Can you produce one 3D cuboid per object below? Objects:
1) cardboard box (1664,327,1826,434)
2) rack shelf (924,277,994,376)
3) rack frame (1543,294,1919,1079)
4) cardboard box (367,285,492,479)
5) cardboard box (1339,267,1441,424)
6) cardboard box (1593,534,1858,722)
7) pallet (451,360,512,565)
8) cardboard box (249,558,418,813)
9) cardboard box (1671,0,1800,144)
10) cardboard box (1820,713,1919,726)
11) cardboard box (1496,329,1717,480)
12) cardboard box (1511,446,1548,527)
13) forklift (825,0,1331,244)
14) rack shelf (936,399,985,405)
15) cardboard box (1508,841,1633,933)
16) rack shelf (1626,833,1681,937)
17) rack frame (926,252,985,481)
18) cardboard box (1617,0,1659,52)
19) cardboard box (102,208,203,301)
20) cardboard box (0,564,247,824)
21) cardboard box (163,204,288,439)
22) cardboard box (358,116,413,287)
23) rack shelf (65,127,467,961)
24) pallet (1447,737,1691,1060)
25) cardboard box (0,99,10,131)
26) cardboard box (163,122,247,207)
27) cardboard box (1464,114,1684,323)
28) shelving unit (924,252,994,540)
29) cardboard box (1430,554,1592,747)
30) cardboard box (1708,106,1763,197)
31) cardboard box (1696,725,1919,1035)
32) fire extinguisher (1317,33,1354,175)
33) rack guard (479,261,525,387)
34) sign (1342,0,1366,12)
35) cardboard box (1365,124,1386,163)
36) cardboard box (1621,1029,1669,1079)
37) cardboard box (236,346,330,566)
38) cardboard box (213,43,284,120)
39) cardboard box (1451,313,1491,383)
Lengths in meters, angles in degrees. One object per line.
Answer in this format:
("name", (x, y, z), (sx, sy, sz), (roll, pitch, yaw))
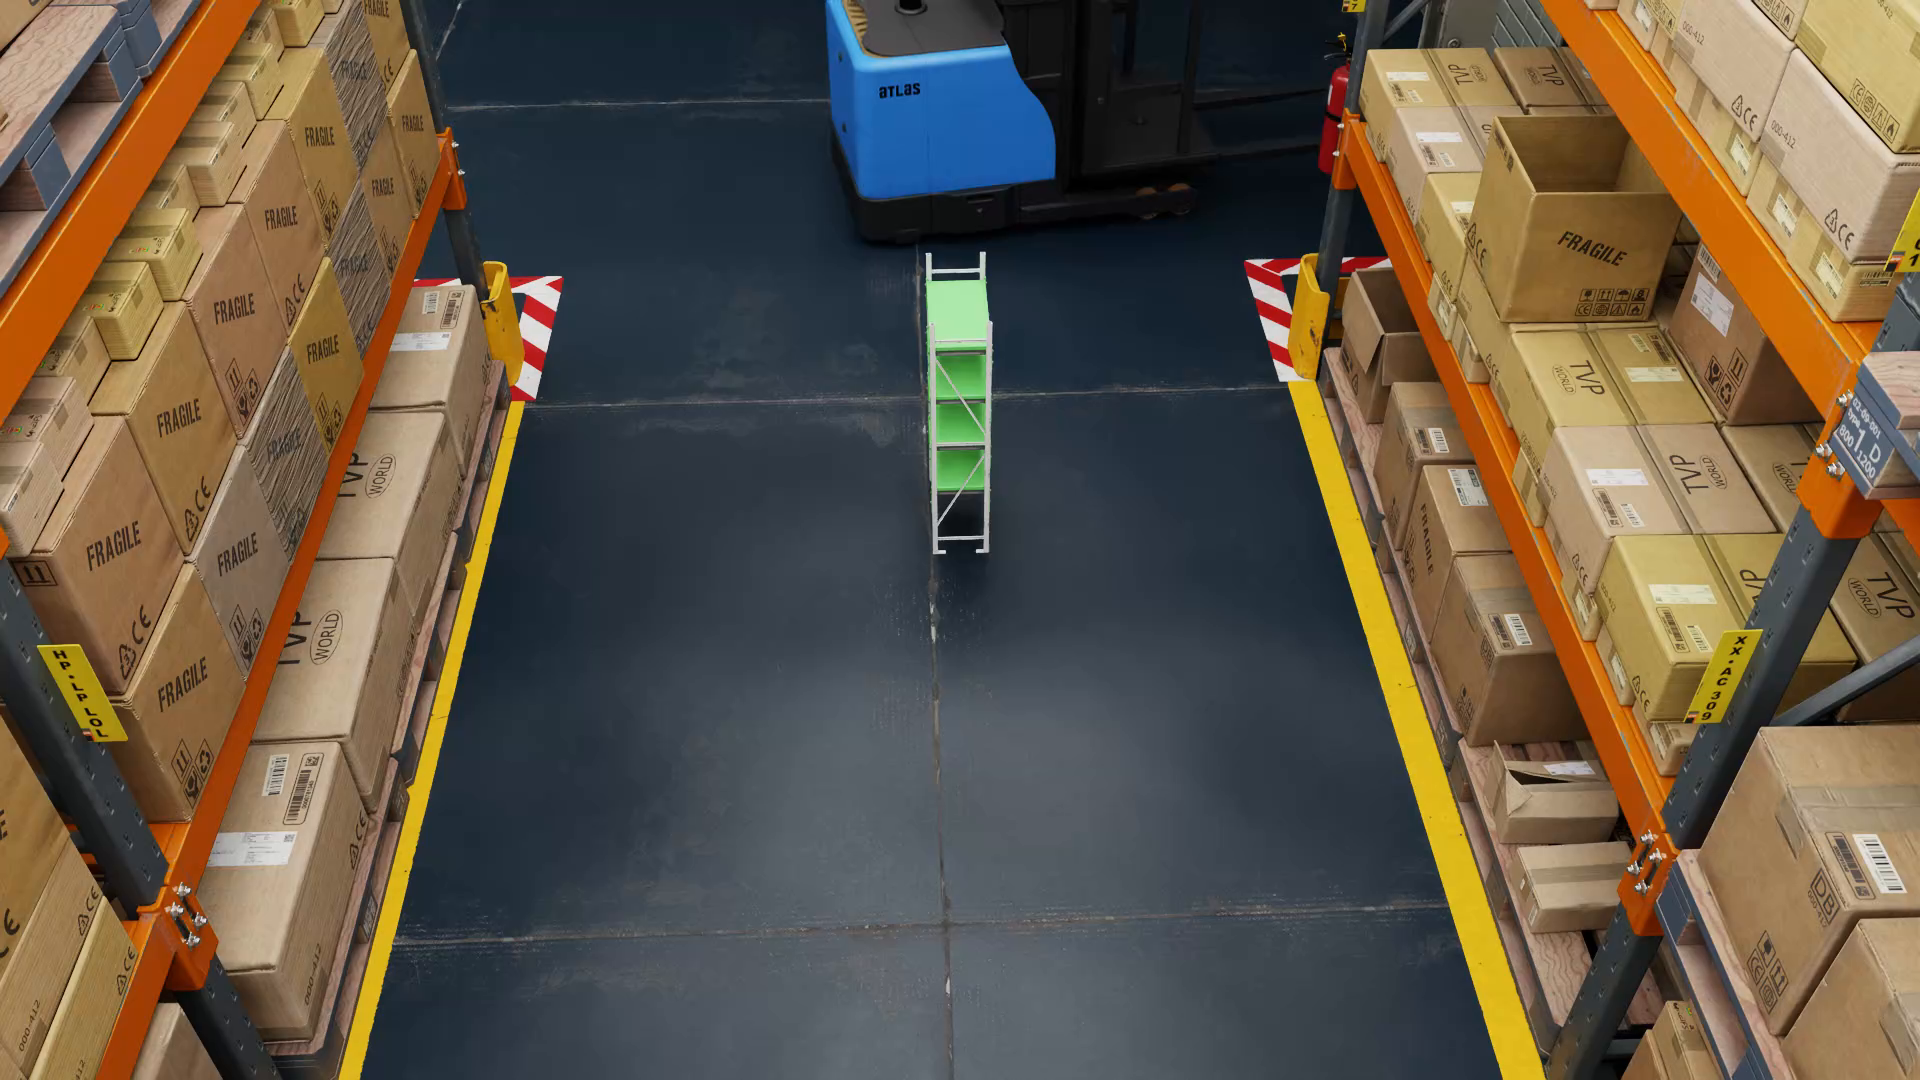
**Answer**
("cardboard box", (2.591, -0.451, 5.413), (0.500, 0.250, 0.500), (-1, 43, -1))
("rack shelf", (-0.007, -0.861, 6.685), (0.258, 0.148, 0.480), (-2, 43, -2))
("rack frame", (2.390, 0.632, 4.341), (1.000, 3.000, 0.127), (-2, 43, -2))
("cardboard box", (-2.611, -0.691, 7.369), (0.875, 0.438, 0.875), (-3, 43, -3))
("cardboard box", (2.151, -0.887, 7.535), (0.797, 0.503, 0.637), (-3, 43, -3))
("cardboard box", (2.125, 0.241, 4.658), (0.500, 0.250, 0.500), (-1, 43, -1))
("pallet", (-2.627, -0.358, 7.484), (1.003, 0.211, 1.213), (-2, 43, -2))
("cardboard box", (-2.527, 0.535, 6.032), (0.875, 0.438, 0.875), (-3, 43, -3))
("cardboard box", (2.087, -1.197, 4.007), (0.500, 0.250, 0.500), (-3, 43, -3))
("cardboard box", (2.649, 0.490, 4.682), (0.380, 0.149, 0.250), (-2, 43, -2))
("cardboard box", (2.081, -0.434, 5.395), (0.500, 0.250, 0.500), (-2, 43, -2))
("cardboard box", (2.033, -0.183, 5.416), (0.380, 0.149, 0.250), (-2, 43, -2))
("forklift", (-2.943, -2.565, 7.944), (10.787, 2.843, 1.129), (-9, 43, -10))
("rack shelf", (-0.007, -0.705, 6.828), (0.199, 0.029, 0.442), (-2, 43, -2))
("cardboard box", (2.073, 1.160, 5.563), (0.380, 0.149, 0.250), (-3, 43, -3))
("rack shelf", (2.475, 2.247, 3.111), (1.077, 0.370, 4.000), (-2, 43, -2))
("rack frame", (-0.017, -0.719, 7.146), (0.240, 1.200, 0.015), (-2, 43, -2))
("cardboard box", (2.065, -1.480, 4.610), (0.380, 0.149, 0.250), (-1, 43, -1))
("cardboard box", (-2.335, -0.782, 4.589), (0.380, 0.149, 0.250), (-3, 43, -3))
("cardboard box", (-2.327, 0.416, 4.503), (0.500, 0.500, 0.500), (0, 43, 0))
("cardboard box", (-2.373, -0.644, 4.919), (0.500, 0.500, 0.500), (-1, 43, -1))
("cardboard box", (-2.448, -1.303, 6.378), (0.500, 0.500, 0.500), (-2, 43, -3))
("rack shelf", (-2.654, -0.308, 5.899), (1.077, 0.370, 4.000), (-2, 43, -2))
("pallet", (2.362, 1.196, 5.789), (1.003, 0.211, 1.213), (-2, 43, -2))
("cardboard box", (-2.384, -0.961, 3.399), (0.500, 0.500, 0.500), (-1, 43, -1))
("cardboard box", (-2.369, -1.117, 4.955), (0.380, 0.149, 0.250), (-2, 43, -2))
("cardboard box", (2.034, -1.073, 5.536), (0.500, 0.500, 0.500), (-1, 43, -1))
("shelving unit", (-6.231, 2.361, 3.786), (13.061, 1.200, 8.595), (-2, 43, -2))
("cardboard box", (2.193, 0.393, 6.141), (0.700, 0.500, 0.500), (-3, 43, -3))
("cardboard box", (2.070, -0.962, 4.046), (0.380, 0.149, 0.250), (0, 43, 0))
("cardboard box", (2.187, 0.773, 3.802), (0.700, 0.500, 0.500), (-1, 43, -1))
("fire extinguisher", (1.752, -1.989, 7.533), (0.296, 0.674, 0.183), (-2, 43, -2))
("rack guard", (-2.740, -1.018, 7.991), (1.175, 0.500, 0.348), (-2, 43, -2))
("sign", (1.678, -2.372, 6.977), (0.100, 0.325, 0.005), (-2, 43, -2))
("cardboard box", (1.960, -1.746, 7.121), (0.380, 0.149, 0.250), (-2, 43, -2))
("cardboard box", (2.186, 1.732, 4.680), (0.500, 0.500, 0.500), (0, 43, 0))
("cardboard box", (-2.359, -0.260, 5.240), (0.500, 0.500, 0.500), (-1, 43, -2))
("cardboard box", (-2.415, -1.472, 5.342), (0.380, 0.149, 0.250), (-1, 43, -1))
("cardboard box", (1.997, -0.698, 5.977), (0.380, 0.149, 0.250), (-1, 43, -1))
